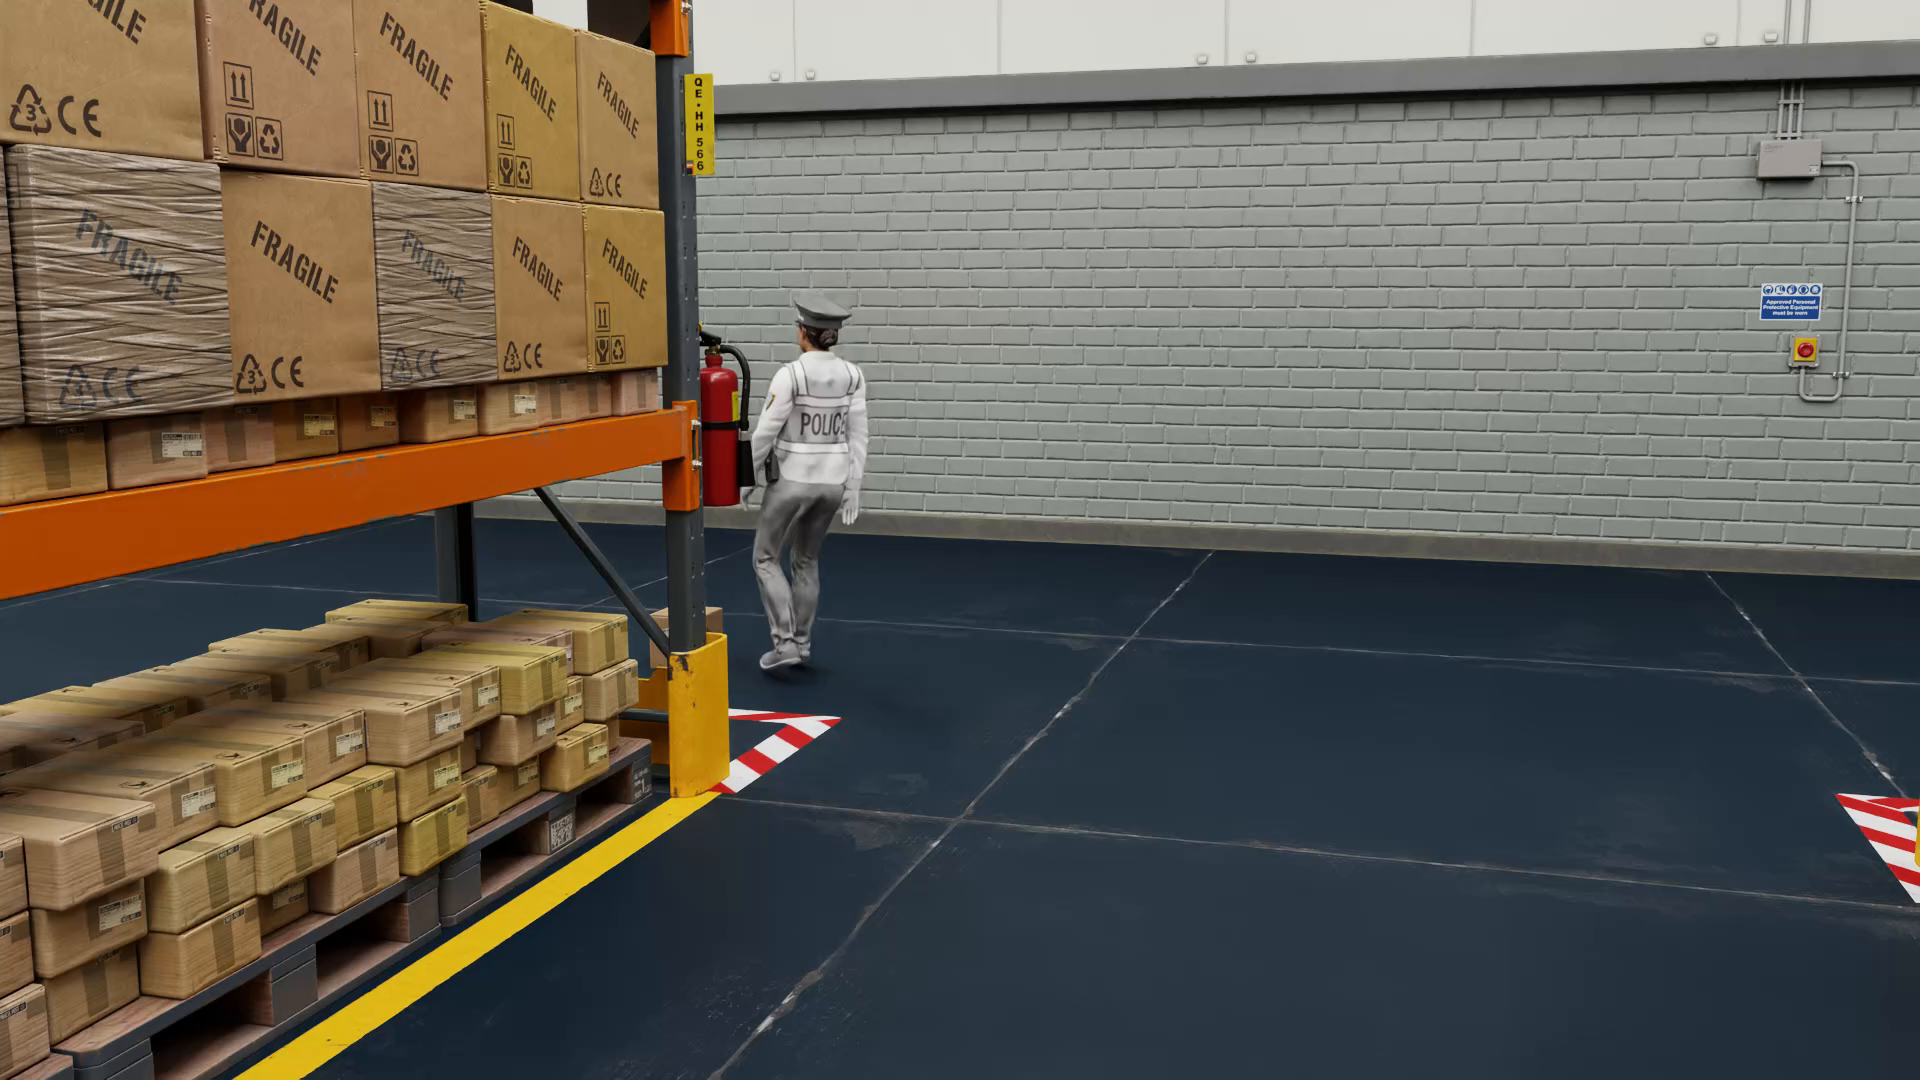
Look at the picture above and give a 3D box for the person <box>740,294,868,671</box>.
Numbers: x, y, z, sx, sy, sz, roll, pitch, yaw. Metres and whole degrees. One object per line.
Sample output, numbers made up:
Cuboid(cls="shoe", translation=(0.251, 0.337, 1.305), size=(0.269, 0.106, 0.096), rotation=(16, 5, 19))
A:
Cuboid(cls="person", translation=(-0.728, -0.205, 7.319), size=(0.536, 1.741, 0.602), rotation=(-7, 11, -38))
